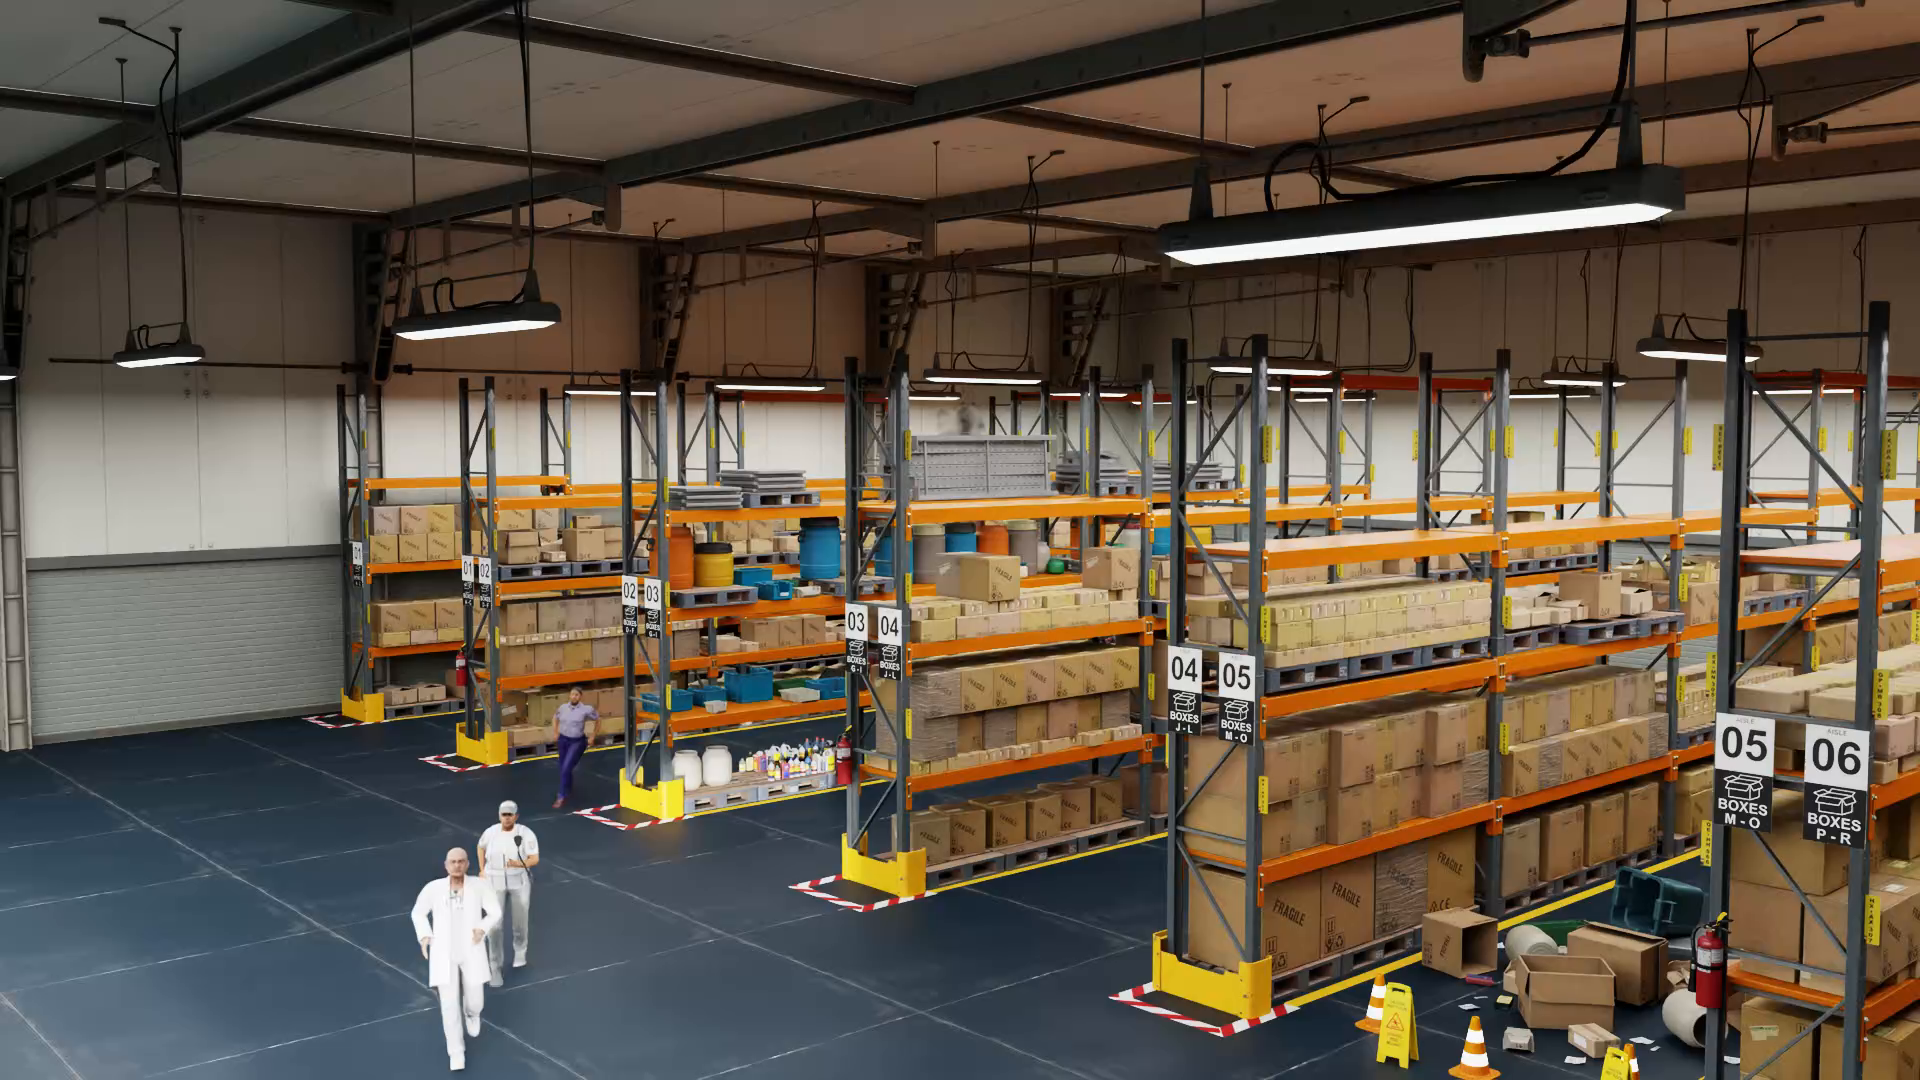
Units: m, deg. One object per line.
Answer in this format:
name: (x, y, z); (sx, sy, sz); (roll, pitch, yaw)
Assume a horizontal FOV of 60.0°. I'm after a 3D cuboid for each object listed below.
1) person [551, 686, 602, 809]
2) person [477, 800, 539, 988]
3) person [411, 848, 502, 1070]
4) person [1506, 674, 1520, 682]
person: (-5.364, 2.860, 23.019); (0.700, 1.665, 0.776); (1, 4, 17)
person: (-4.263, 3.310, 15.699); (0.577, 1.732, 0.750); (-1, 4, -13)
person: (-4.139, 3.396, 13.687); (0.716, 1.736, 0.832); (-1, 4, -16)
person: (8.051, 2.765, 24.330); (0.519, 1.637, 0.668); (3, 5, 36)
